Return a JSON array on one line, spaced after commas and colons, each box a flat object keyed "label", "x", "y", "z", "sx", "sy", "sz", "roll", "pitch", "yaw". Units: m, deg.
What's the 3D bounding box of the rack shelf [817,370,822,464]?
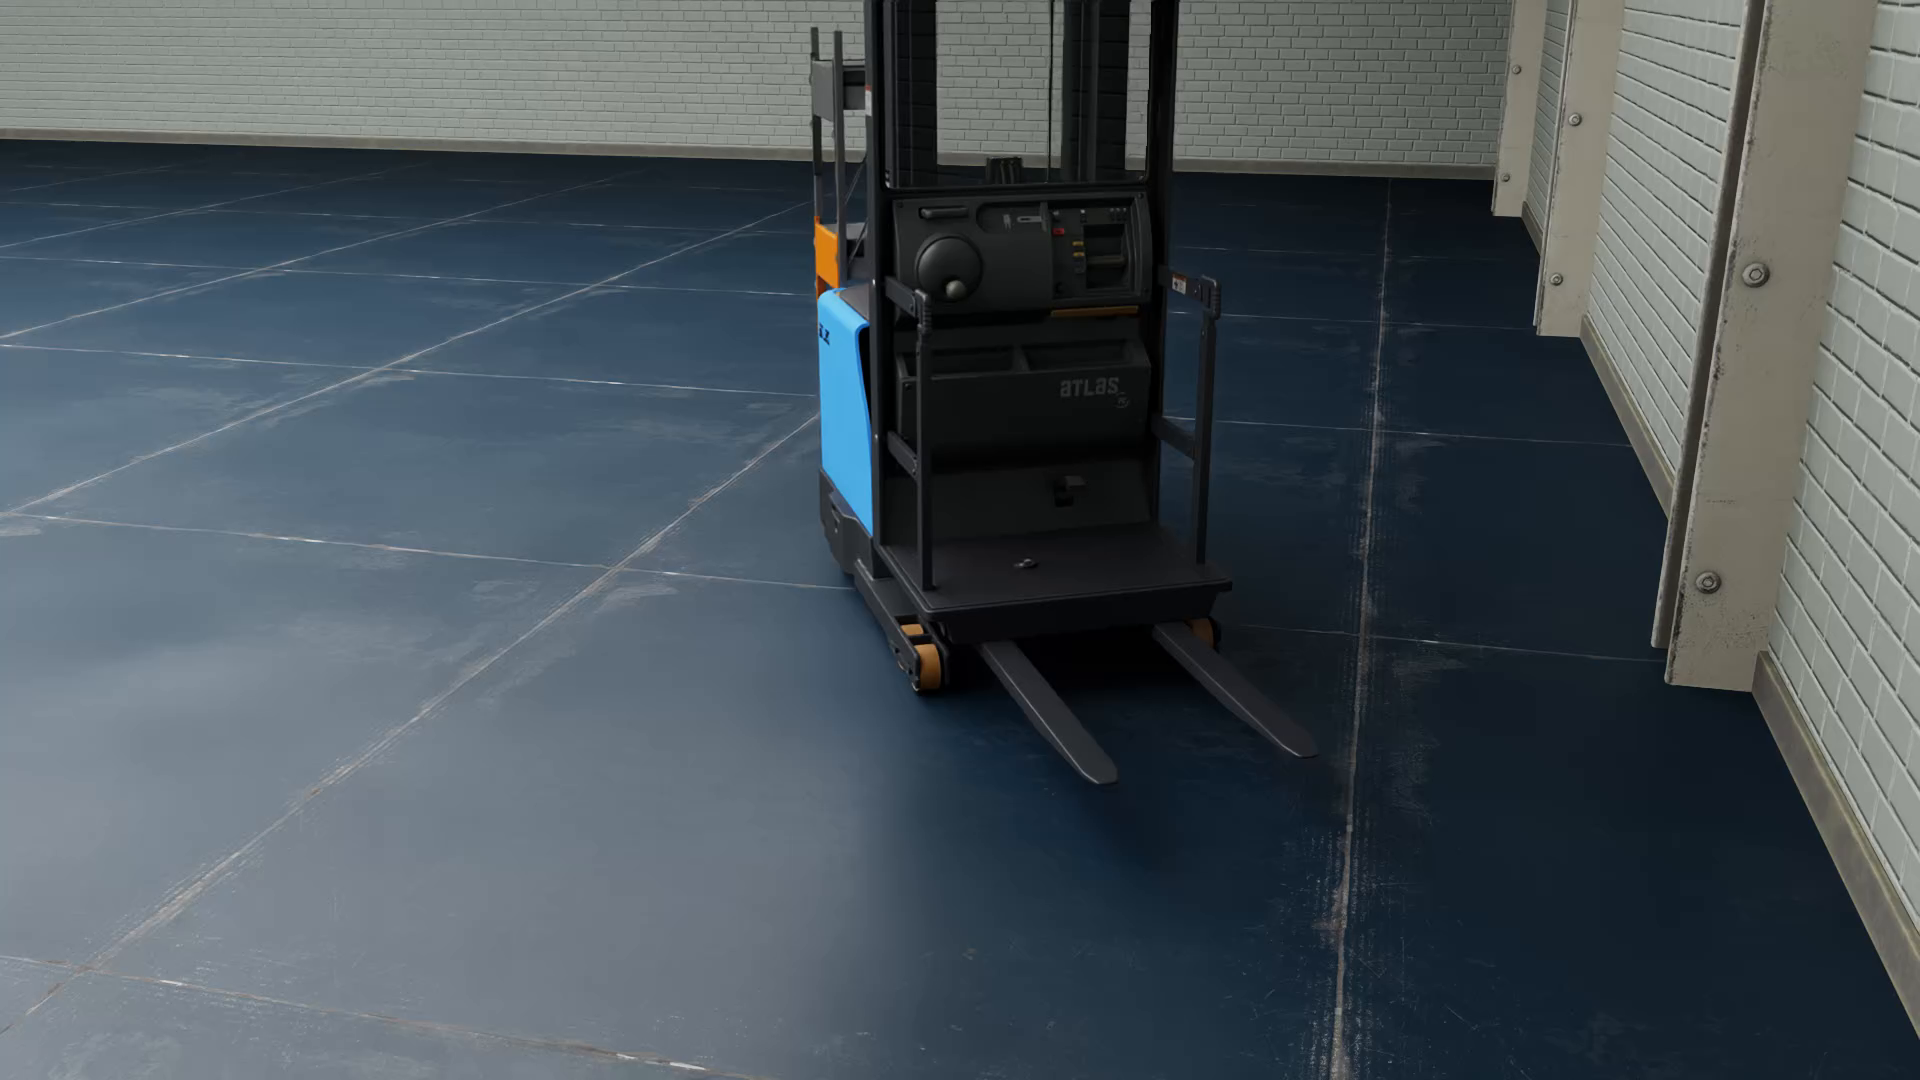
[{"label": "rack shelf", "x": -0.384, "y": -0.477, "z": 7.542, "sx": 0.431, "sy": 0.518, "sz": 0.480, "roll": -5, "pitch": 20, "yaw": -15}]

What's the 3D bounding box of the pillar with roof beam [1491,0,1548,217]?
[{"label": "pillar with roof beam", "x": 1.392, "y": -7.913, "z": 16.433, "sx": 9.100, "sy": 9.000, "sz": 0.400, "roll": 5, "pitch": 19, "yaw": 13}]

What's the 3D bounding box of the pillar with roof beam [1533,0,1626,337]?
[{"label": "pillar with roof beam", "x": -0.074, "y": -6.033, "z": 10.927, "sx": 9.100, "sy": 9.000, "sz": 0.400, "roll": 5, "pitch": 19, "yaw": 13}]

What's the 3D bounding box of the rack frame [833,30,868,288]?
[{"label": "rack frame", "x": -0.318, "y": -1.076, "z": 7.090, "sx": 0.400, "sy": 2.100, "sz": 0.015, "roll": -5, "pitch": 20, "yaw": -15}]

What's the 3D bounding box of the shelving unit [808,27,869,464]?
[{"label": "shelving unit", "x": -0.384, "y": -1.152, "z": 7.312, "sx": 0.431, "sy": 2.100, "sz": 0.503, "roll": -5, "pitch": 20, "yaw": -15}]

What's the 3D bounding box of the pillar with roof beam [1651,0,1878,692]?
[{"label": "pillar with roof beam", "x": -1.540, "y": -4.152, "z": 5.421, "sx": 9.100, "sy": 9.000, "sz": 0.400, "roll": 5, "pitch": 19, "yaw": 13}]

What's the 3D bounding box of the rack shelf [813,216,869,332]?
[{"label": "rack shelf", "x": -0.384, "y": -1.139, "z": 7.316, "sx": 0.431, "sy": 0.518, "sz": 0.480, "roll": -5, "pitch": 20, "yaw": -15}]

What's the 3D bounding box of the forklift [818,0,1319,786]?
[{"label": "forklift", "x": 0.285, "y": -1.009, "z": 5.606, "sx": 1.130, "sy": 2.935, "sz": 3.031, "roll": -5, "pitch": 20, "yaw": -15}]

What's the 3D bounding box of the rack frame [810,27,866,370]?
[{"label": "rack frame", "x": -0.451, "y": -1.228, "z": 7.534, "sx": 0.400, "sy": 2.100, "sz": 0.015, "roll": -5, "pitch": 20, "yaw": -15}]

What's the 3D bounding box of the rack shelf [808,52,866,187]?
[{"label": "rack shelf", "x": -0.384, "y": -1.801, "z": 7.090, "sx": 0.431, "sy": 0.518, "sz": 0.480, "roll": -5, "pitch": 20, "yaw": -15}]
